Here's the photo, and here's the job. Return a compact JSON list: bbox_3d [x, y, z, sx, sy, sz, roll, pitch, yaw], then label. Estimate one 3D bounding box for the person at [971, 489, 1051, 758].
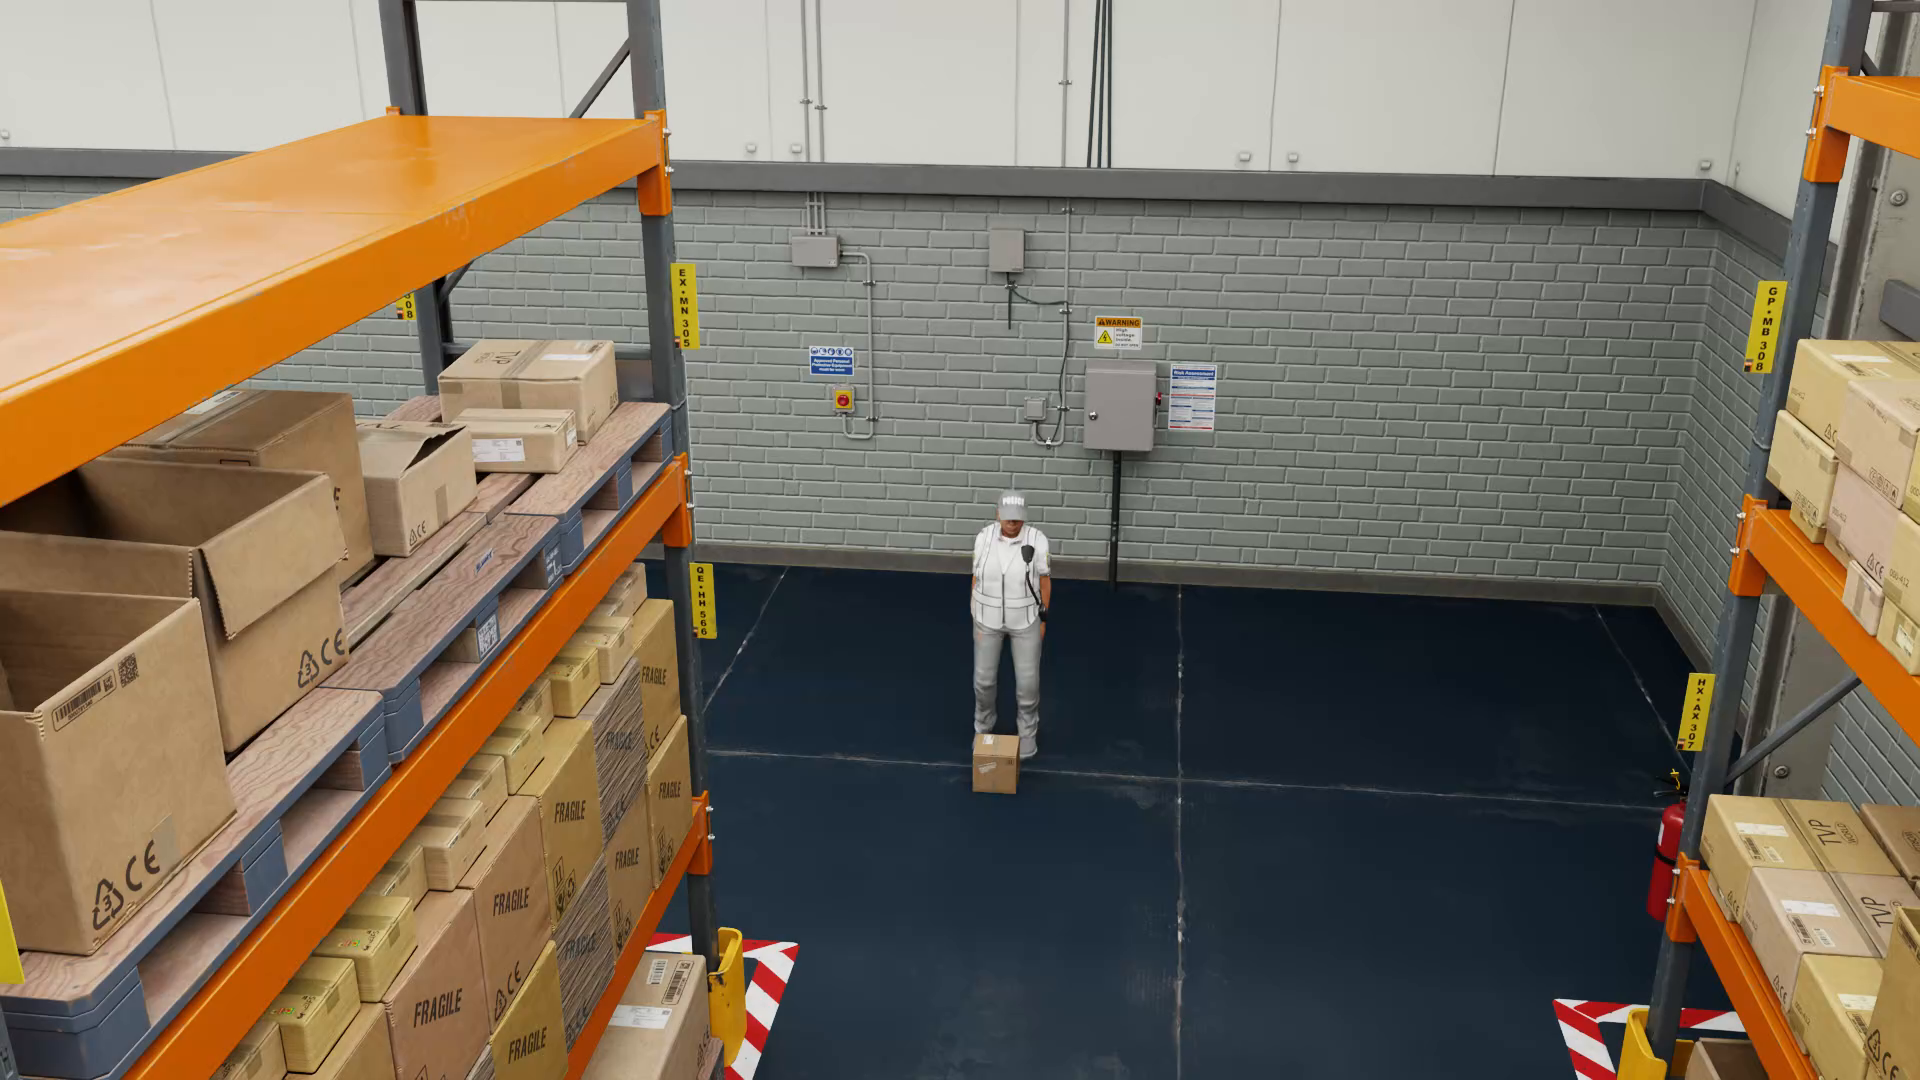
[{"bbox_3d":[0.297,0.492,9.850,0.468,1.671,0.389,3,22,8],"label":"person"}]
